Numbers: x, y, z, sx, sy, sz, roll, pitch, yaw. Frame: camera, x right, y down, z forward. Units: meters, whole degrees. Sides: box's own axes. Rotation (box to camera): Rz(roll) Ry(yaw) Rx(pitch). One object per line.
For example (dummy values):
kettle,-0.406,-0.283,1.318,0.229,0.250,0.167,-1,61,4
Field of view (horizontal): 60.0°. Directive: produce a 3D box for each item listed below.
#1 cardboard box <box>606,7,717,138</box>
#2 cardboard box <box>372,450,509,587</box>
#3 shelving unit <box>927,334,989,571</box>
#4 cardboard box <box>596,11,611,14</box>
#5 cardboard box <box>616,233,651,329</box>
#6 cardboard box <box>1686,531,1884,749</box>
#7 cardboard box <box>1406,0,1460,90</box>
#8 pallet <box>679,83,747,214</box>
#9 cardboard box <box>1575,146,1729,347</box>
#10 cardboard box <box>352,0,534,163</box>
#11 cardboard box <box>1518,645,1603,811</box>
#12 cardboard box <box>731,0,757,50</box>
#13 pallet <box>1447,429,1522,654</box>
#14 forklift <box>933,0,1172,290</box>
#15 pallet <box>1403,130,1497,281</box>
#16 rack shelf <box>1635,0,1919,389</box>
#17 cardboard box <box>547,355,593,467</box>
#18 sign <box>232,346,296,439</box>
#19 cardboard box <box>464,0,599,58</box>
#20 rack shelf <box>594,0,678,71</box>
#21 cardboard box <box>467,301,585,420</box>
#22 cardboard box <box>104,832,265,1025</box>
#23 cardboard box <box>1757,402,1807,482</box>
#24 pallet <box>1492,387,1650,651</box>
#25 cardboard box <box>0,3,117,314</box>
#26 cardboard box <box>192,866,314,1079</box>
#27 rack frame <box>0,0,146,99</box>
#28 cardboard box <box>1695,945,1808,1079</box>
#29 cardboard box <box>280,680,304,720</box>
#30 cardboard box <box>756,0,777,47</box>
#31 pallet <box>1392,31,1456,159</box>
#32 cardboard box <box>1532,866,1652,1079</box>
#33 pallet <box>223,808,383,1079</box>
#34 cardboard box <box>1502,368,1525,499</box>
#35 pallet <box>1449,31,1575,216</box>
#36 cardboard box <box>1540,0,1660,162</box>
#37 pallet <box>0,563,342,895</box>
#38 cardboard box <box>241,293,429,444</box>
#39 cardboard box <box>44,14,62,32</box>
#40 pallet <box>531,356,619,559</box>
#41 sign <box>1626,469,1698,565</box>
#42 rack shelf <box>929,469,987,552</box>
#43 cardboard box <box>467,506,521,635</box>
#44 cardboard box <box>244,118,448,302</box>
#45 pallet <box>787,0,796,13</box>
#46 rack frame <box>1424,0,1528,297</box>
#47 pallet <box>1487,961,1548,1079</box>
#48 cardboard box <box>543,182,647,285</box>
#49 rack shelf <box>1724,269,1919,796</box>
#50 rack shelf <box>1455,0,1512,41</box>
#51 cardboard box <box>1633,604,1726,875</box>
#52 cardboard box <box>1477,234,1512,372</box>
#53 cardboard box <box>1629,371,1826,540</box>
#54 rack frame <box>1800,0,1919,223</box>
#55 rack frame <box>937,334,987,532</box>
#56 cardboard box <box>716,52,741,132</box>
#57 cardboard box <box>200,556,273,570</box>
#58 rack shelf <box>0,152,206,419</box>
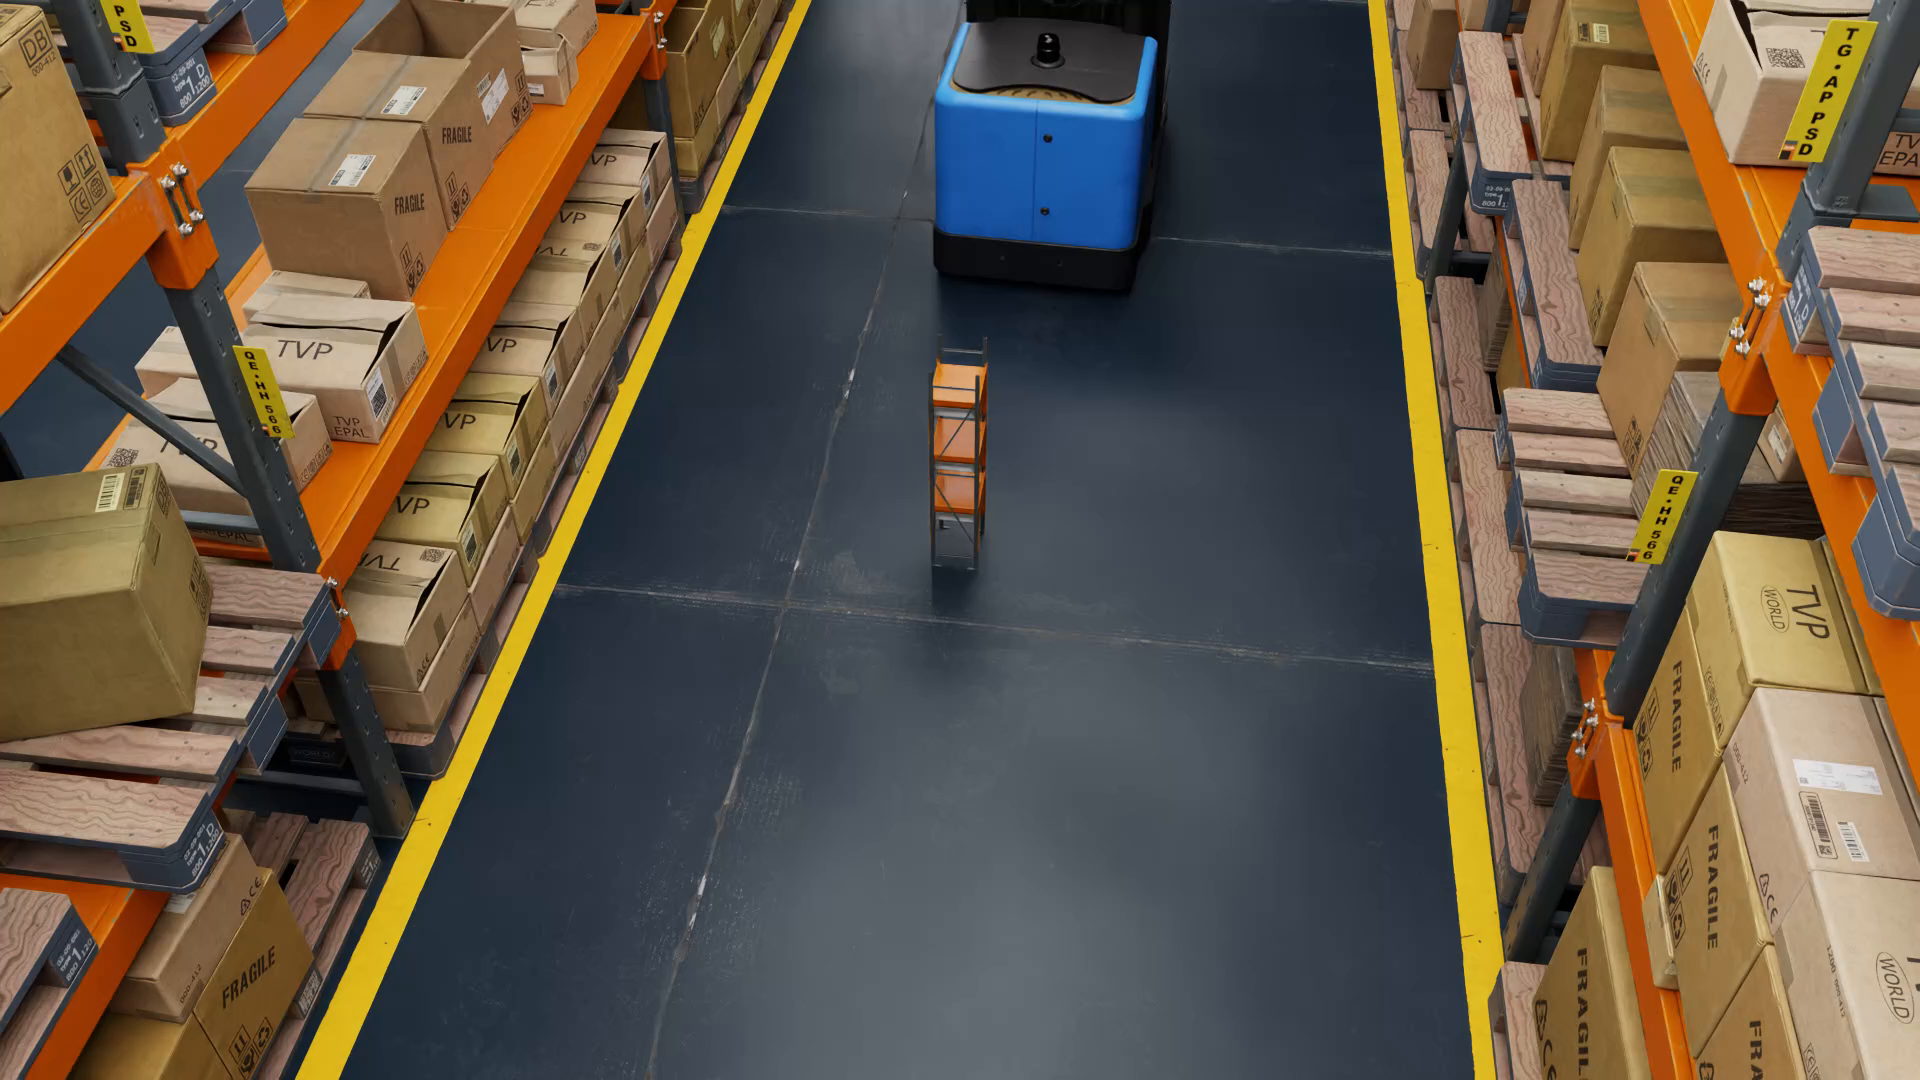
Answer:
cardboard box,-1.627,-2.511,8.891,0.500,0.500,0.500,5,44,6
cardboard box,-2.106,-0.117,6.501,0.500,0.311,0.500,4,44,4
shelving unit,-0.007,-0.345,6.873,0.215,1.050,0.252,5,44,6
cardboard box,-2.076,-2.899,9.301,0.500,0.500,0.500,5,44,6
cardboard box,-1.834,-1.297,8.155,0.500,0.250,0.500,5,44,5
cardboard box,2.064,0.259,3.968,0.500,0.250,0.500,6,44,7
cardboard box,3.039,-2.980,9.736,0.700,0.500,0.500,3,44,3
pallet,-1.852,-2.322,9.571,1.003,0.211,1.213,5,44,6
cardboard box,2.578,-0.991,5.745,0.700,0.500,0.500,5,44,6
cardboard box,-2.186,-1.952,7.079,0.500,0.500,0.500,8,44,9
cardboard box,2.427,0.630,5.924,0.700,0.500,0.500,6,44,6
cardboard box,-1.495,-3.192,9.611,0.500,0.500,0.500,5,44,6
pallet,2.652,0.028,7.089,1.003,0.211,1.213,5,44,6
forklift,0.619,-3.367,8.696,1.130,2.935,3.031,7,44,7
pallet,2.966,-1.797,9.017,1.003,0.211,1.213,5,44,6
rack shelf,2.648,-1.814,5.348,1.077,0.370,4.000,5,44,6
cardboard box,-1.970,-0.602,7.420,0.500,0.250,0.500,6,44,6
sign,-1.988,-0.419,4.749,0.100,0.325,0.005,5,44,6
cardboard box,-2.020,-2.403,7.737,0.500,0.250,0.500,8,44,8
rack shelf,-1.734,-3.898,9.731,1.077,0.370,4.000,5,44,6
cardboard box,-1.969,-0.815,7.238,0.500,0.311,0.500,5,44,5
cardboard box,-2.421,1.103,4.879,0.500,0.250,0.500,7,44,7
cardboard box,2.399,-0.292,4.535,0.380,0.149,0.250,0,43,0
pallet,2.372,-0.049,5.281,1.213,0.211,1.003,5,44,6
cardboard box,-2.551,-0.896,3.782,0.910,0.500,0.500,5,44,6
cardboard box,-2.418,1.336,5.178,0.500,0.500,0.500,7,44,7
rack frame,-2.527,-2.249,3.102,1.000,3.000,0.127,5,44,6
cardboard box,1.921,1.228,3.490,0.500,0.500,0.500,5,44,5
cardboard box,-2.699,0.395,6.368,0.500,0.250,0.500,6,44,7
cardboard box,-1.434,-3.261,10.229,0.500,0.250,0.500,5,44,6
pallet,3.125,-2.631,9.897,1.003,0.211,1.213,5,44,6
cardboard box,2.156,1.495,4.770,0.750,0.750,0.750,5,44,5
pallet,-2.663,1.447,5.590,1.003,0.211,1.213,5,44,6
cardboard box,2.705,-0.397,7.008,0.700,0.500,0.500,6,44,6
pallet,2.667,-1.772,7.101,1.003,0.211,1.213,5,44,6
cardboard box,2.730,-1.821,6.621,0.700,0.500,0.500,9,44,10
pallet,-2.547,0.467,4.736,1.213,0.211,1.003,5,44,6
cardboard box,-2.217,-0.630,5.821,0.500,0.311,0.500,5,44,5
cardboard box,-2.523,-1.572,4.373,0.500,0.250,0.500,2,43,2
pallet,-2.216,-0.445,7.588,1.003,0.211,1.213,5,44,6
sign,1.844,-0.057,4.367,0.100,0.325,0.005,5,44,6
rack shelf,-0.007,-0.135,7.071,0.215,0.259,0.240,5,44,6
cardboard box,-2.101,0.103,6.677,0.500,0.250,0.500,4,44,4
cardboard box,-2.321,-1.252,6.340,0.500,0.500,0.500,3,44,3
pallet,-1.529,-3.985,11.327,1.003,0.211,1.213,5,44,6
rack frame,2.912,-2.349,7.571,1.000,3.000,0.127,5,44,6
pallet,2.205,1.920,5.091,1.003,0.211,1.213,5,44,6
cardboard box,-1.830,-1.497,7.958,0.500,0.311,0.500,6,44,7
rack shelf,2.119,0.912,2.469,1.077,0.370,4.000,5,44,6
rack shelf,3.177,-3.451,9.258,1.077,0.370,4.000,5,44,6
cardboard box,2.066,0.533,4.224,0.500,0.500,0.500,6,44,7
cardboard box,2.832,-1.098,7.748,0.700,0.500,0.500,7,44,7
cardboard box,2.436,-0.140,4.846,0.700,0.500,0.500,1,43,1
rack frame,2.384,-1.801,2.630,1.000,3.000,0.127,5,44,6
rack frame,0.009,-0.428,6.961,0.200,1.050,0.008,5,44,6
cardboard box,-1.565,-2.579,9.509,0.500,0.250,0.500,5,44,6
cardboard box,-2.702,0.192,6.174,0.500,0.311,0.500,6,44,7
rack shelf,-2.792,0.465,2.942,1.077,0.370,4.000,5,44,6
